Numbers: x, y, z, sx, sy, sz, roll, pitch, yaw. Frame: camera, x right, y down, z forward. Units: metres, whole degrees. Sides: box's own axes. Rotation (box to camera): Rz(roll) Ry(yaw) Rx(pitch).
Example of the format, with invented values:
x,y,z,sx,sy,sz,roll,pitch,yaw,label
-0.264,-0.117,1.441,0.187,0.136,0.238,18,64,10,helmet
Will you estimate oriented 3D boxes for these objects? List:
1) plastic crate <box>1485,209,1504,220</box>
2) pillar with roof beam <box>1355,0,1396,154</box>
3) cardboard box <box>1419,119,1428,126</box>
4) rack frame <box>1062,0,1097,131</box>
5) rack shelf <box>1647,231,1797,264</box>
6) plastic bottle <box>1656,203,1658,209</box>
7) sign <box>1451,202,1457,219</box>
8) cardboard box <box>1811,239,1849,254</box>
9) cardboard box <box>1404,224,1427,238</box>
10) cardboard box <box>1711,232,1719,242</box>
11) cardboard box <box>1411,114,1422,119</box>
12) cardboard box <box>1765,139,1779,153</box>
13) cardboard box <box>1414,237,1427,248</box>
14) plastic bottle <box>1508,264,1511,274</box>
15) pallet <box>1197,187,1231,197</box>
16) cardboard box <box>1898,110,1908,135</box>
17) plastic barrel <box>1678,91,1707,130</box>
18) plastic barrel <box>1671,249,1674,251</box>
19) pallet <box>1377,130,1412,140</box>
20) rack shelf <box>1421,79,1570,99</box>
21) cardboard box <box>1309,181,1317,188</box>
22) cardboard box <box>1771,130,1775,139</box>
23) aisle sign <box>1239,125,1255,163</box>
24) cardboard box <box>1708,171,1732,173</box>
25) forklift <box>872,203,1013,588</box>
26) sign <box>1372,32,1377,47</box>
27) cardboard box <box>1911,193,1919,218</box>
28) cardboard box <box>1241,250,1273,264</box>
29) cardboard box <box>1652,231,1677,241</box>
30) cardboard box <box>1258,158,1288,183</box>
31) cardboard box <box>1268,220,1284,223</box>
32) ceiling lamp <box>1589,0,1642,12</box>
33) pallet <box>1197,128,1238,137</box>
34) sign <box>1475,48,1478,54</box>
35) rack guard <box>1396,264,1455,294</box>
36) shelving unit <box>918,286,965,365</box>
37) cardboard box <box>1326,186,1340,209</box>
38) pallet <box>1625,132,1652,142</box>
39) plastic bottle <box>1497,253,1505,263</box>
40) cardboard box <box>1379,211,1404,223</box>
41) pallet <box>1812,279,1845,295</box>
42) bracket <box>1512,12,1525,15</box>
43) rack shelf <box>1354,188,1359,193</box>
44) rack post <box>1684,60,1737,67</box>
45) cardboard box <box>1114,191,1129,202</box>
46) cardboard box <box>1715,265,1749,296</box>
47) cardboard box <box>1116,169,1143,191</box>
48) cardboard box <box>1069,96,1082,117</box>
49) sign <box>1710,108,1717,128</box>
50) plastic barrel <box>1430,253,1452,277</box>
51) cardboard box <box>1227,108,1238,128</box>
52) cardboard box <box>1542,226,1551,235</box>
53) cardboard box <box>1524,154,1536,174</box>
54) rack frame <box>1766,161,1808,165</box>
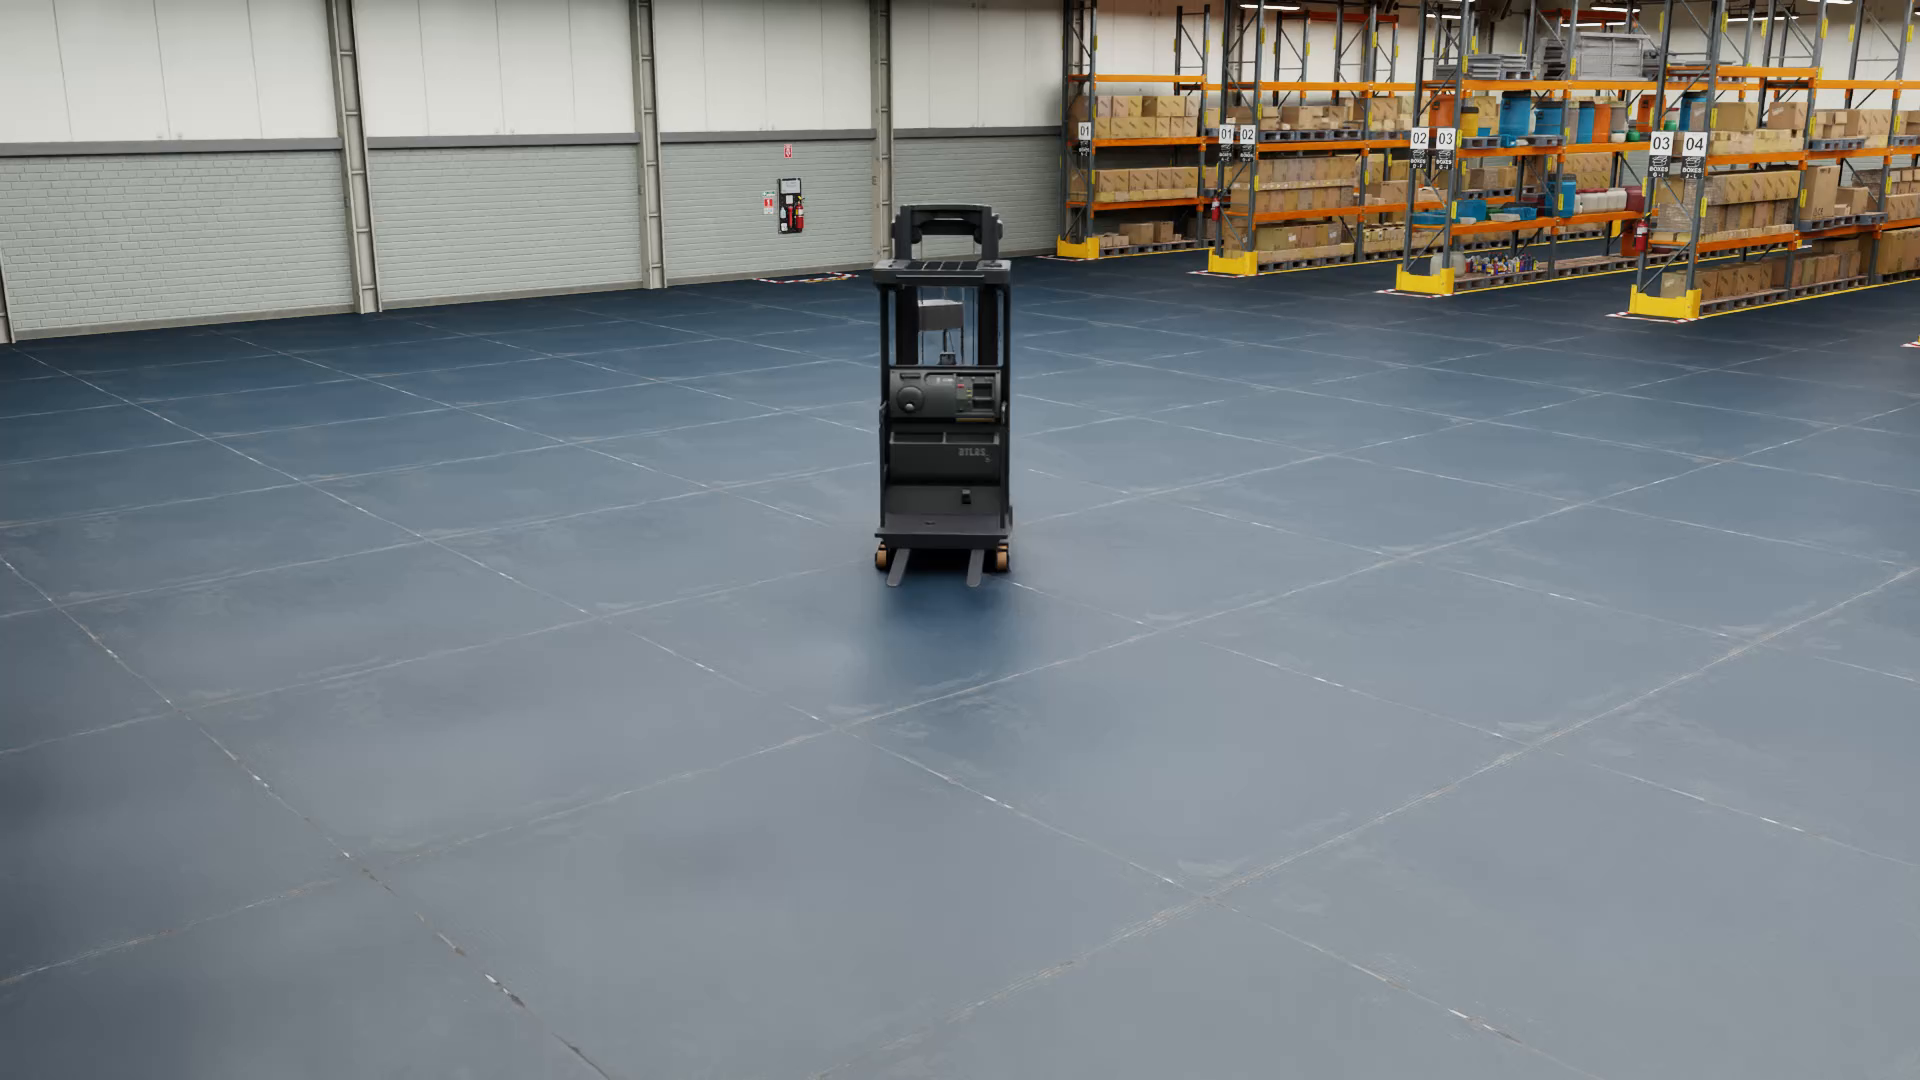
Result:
x,y,z,sx,sy,sz,roll,pitch,yaw,label
11.139,-6.844,34.970,0.662,0.188,0.450,-13,19,-39,plastic crate
14.666,-12.752,45.054,0.548,9.000,9.100,-13,19,-39,pillar with roof beam
10.989,-10.069,40.296,0.500,0.250,0.500,-13,20,-40,cardboard box
2.828,-11.271,39.507,0.127,3.000,1.000,-13,19,-39,rack frame
14.091,-5.471,30.812,4.000,0.370,1.077,-13,19,-39,rack shelf
16.010,-7.761,38.243,0.097,0.271,0.097,0,15,0,plastic bottle
9.689,-6.469,32.621,0.005,0.325,0.100,-13,19,-39,sign
17.738,-5.991,33.903,0.500,0.250,0.500,-10,18,-33,cardboard box
11.113,-7.598,40.811,0.500,0.311,0.500,-13,20,-40,cardboard box
13.353,-5.438,29.782,0.250,0.149,0.380,-13,19,-39,cardboard box
12.968,-12.182,48.016,0.500,0.250,0.500,-13,20,-41,cardboard box
14.645,-7.232,30.490,0.500,0.250,0.500,-13,20,-40,cardboard box
11.112,-7.329,40.890,0.500,0.250,0.500,-12,19,-38,cardboard box
11.467,-5.677,34.762,0.097,0.201,0.097,0,15,0,plastic bottle
6.517,-9.058,43.221,1.213,0.211,1.003,-13,19,-39,pallet
19.623,-8.816,35.121,0.500,0.500,0.500,-11,19,-36,cardboard box
17.196,-10.052,38.971,0.708,0.901,0.600,-13,19,-39,plastic barrel
16.943,-7.190,39.863,0.421,0.512,0.421,0,15,0,plastic barrel
10.822,-9.799,40.177,1.213,0.211,1.003,-12,19,-37,pallet
10.840,-9.140,33.699,4.000,0.370,1.077,-13,19,-39,rack shelf
7.878,-8.100,37.810,0.250,0.149,0.380,-12,19,-38,cardboard box
14.716,-7.447,30.523,0.250,0.149,0.380,-12,19,-37,cardboard box
6.234,-8.594,36.073,0.004,0.787,0.394,-13,19,-39,aisle sign
13.970,-6.549,30.747,0.500,0.500,0.500,-13,19,-39,cardboard box
-0.132,-1.241,13.718,1.130,2.935,3.031,1,15,3,forklift
9.445,-11.400,37.875,0.005,0.325,0.100,-13,19,-39,sign
20.313,-7.172,35.593,0.500,0.500,0.500,-13,19,-39,cardboard box
6.633,-6.331,37.152,0.500,0.250,0.500,-13,19,-39,cardboard box
12.662,-5.446,29.814,0.250,0.149,0.380,-13,19,-39,cardboard box
6.876,-8.259,37.151,0.500,0.500,0.700,-13,20,-41,cardboard box
8.354,-8.600,45.126,0.500,0.500,0.700,-12,19,-39,cardboard box
16.276,-14.492,40.255,2.000,3.185,0.800,-13,19,-39,ceiling lamp
6.381,-10.492,42.769,1.003,0.211,1.213,-13,19,-39,pallet
15.243,-14.363,49.119,0.005,0.325,0.100,-13,19,-39,sign
9.357,-5.258,33.466,0.348,0.500,1.175,-13,19,-39,rack guard
-0.269,-1.320,15.623,0.503,2.100,0.431,-8,17,-27,shelving unit
8.375,-7.967,38.572,0.500,0.500,0.700,-13,20,-40,cardboard box
16.007,-9.267,38.185,1.213,0.211,1.003,-13,19,-39,pallet
11.562,-5.970,35.568,0.185,0.351,0.144,-13,19,-39,plastic bottle
12.511,-9.507,48.559,0.500,0.500,0.700,-12,19,-39,cardboard box
17.107,-5.150,33.620,1.213,0.211,1.003,-13,19,-39,pallet
18.255,-16.649,52.665,3.189,0.066,0.076,-13,19,-39,bracket
10.371,-9.719,46.716,4.000,0.370,1.077,-13,19,-39,rack shelf
17.727,-11.202,39.395,0.954,0.300,0.937,-13,20,-40,rack post
3.786,-8.421,40.716,0.500,0.250,0.500,-13,20,-41,cardboard box
14.428,-4.873,31.212,0.500,0.500,0.500,14,20,42,cardboard box
4.158,-8.862,40.914,0.500,0.500,0.500,-13,20,-41,cardboard box
2.981,-10.486,40.213,0.500,0.500,0.500,-12,19,-37,cardboard box
12.938,-7.245,28.555,0.005,0.325,0.100,-13,19,-39,sign
9.777,-5.571,33.801,0.421,0.512,0.421,0,15,0,plastic barrel
7.240,-11.036,43.434,0.500,0.500,0.500,-14,20,-41,cardboard box
15.593,-8.384,44.682,0.500,0.311,0.500,-13,19,-39,cardboard box
15.346,-10.109,44.651,0.500,0.500,0.500,-13,19,-39,cardboard box
21.401,-9.154,43.208,0.127,3.000,1.000,-13,19,-39,rack frame
